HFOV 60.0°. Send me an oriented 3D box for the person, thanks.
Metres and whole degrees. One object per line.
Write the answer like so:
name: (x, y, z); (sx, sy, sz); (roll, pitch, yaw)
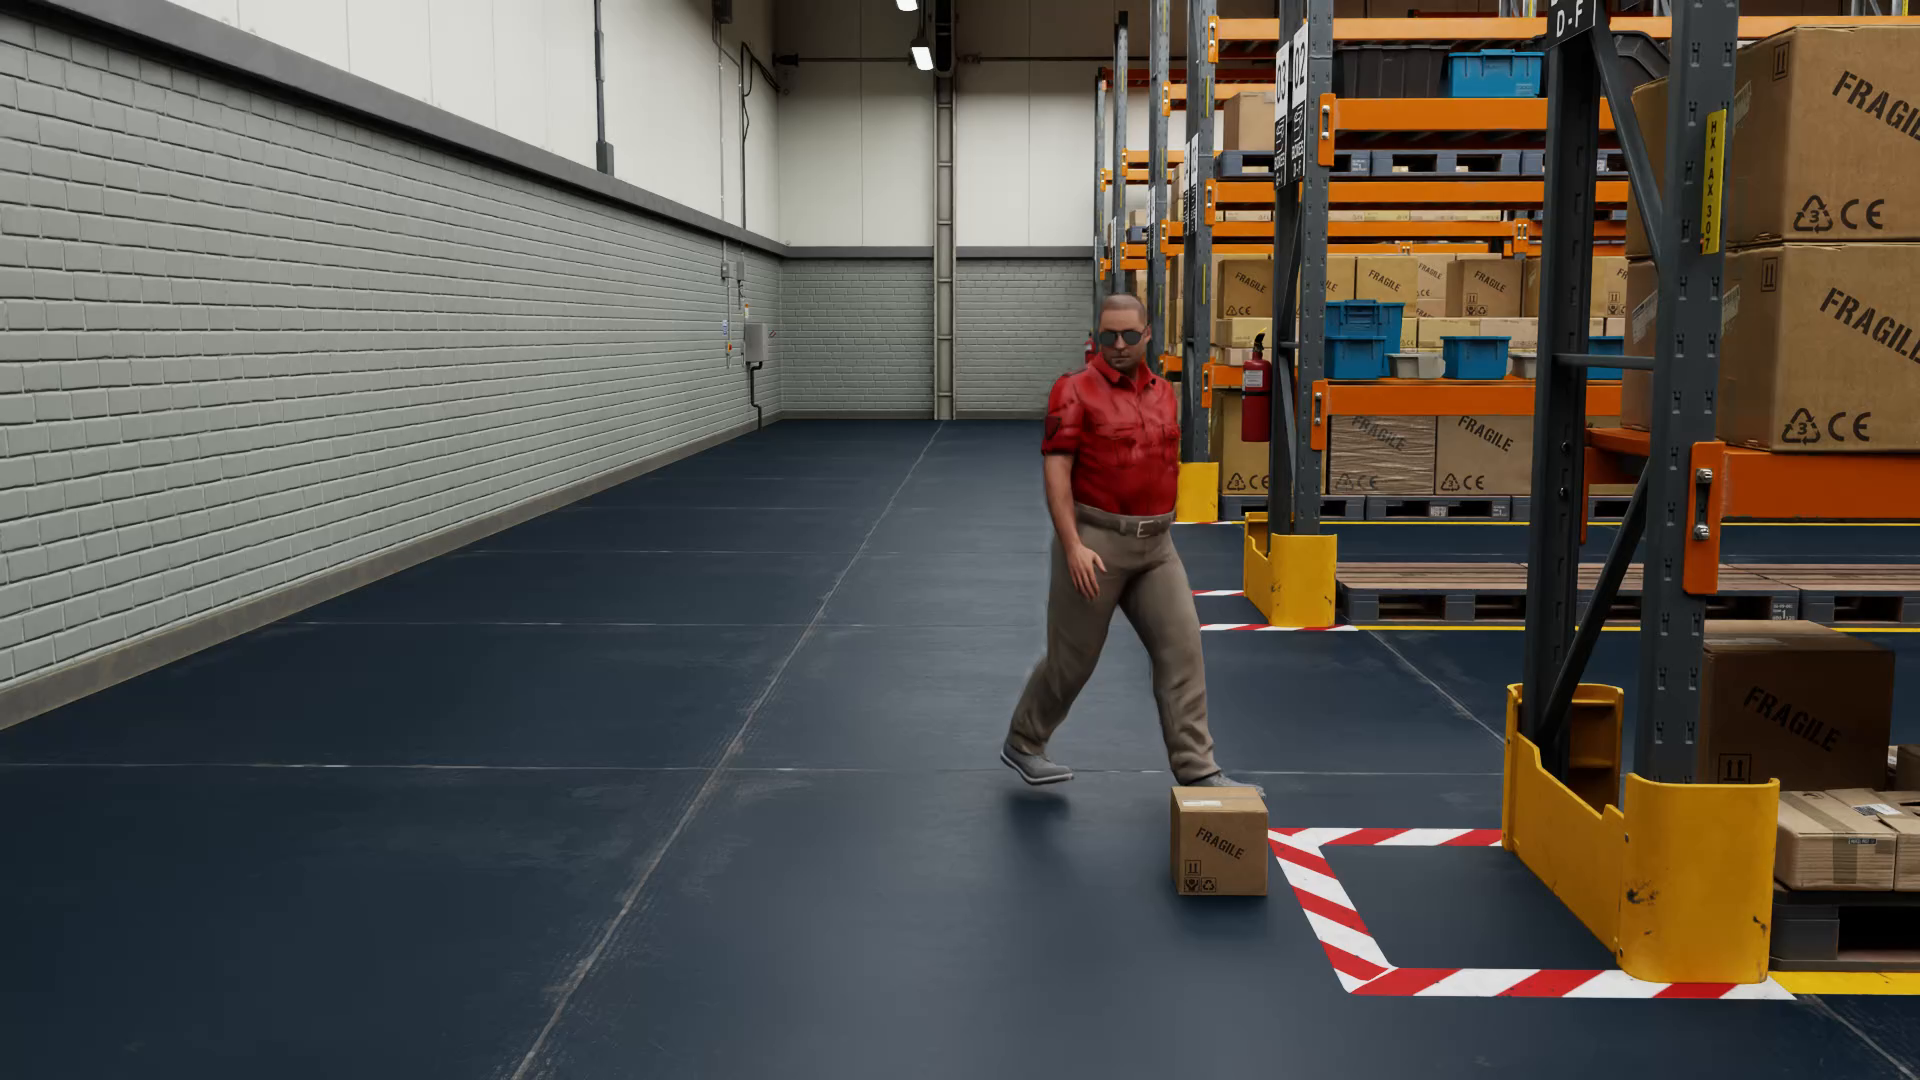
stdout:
person: (0.498, -0.002, 5.567); (0.558, 1.631, 0.711); (-5, 9, -33)
